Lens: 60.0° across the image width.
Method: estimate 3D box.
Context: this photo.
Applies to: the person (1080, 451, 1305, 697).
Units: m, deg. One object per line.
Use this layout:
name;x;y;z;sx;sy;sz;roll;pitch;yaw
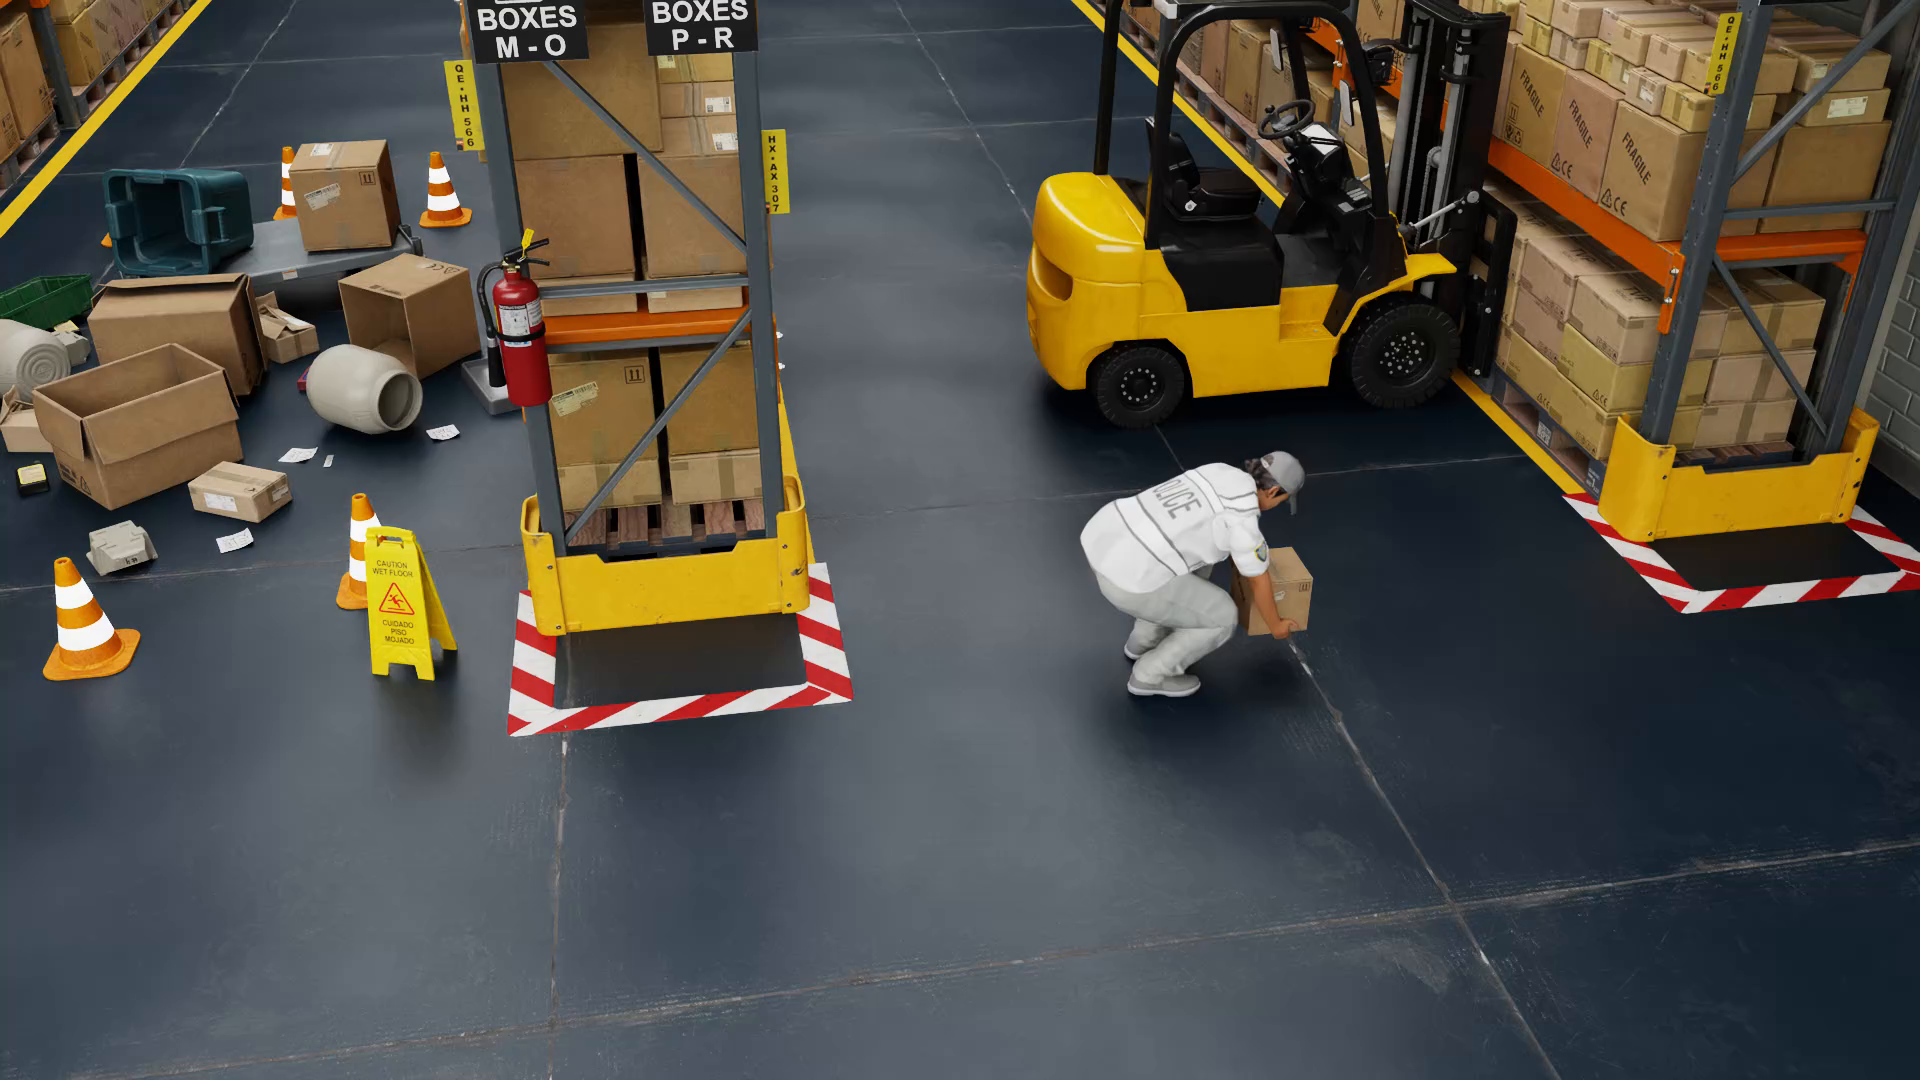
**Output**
person;0.932;0.124;6.636;0.880;0.944;0.502;-6;31;-10
